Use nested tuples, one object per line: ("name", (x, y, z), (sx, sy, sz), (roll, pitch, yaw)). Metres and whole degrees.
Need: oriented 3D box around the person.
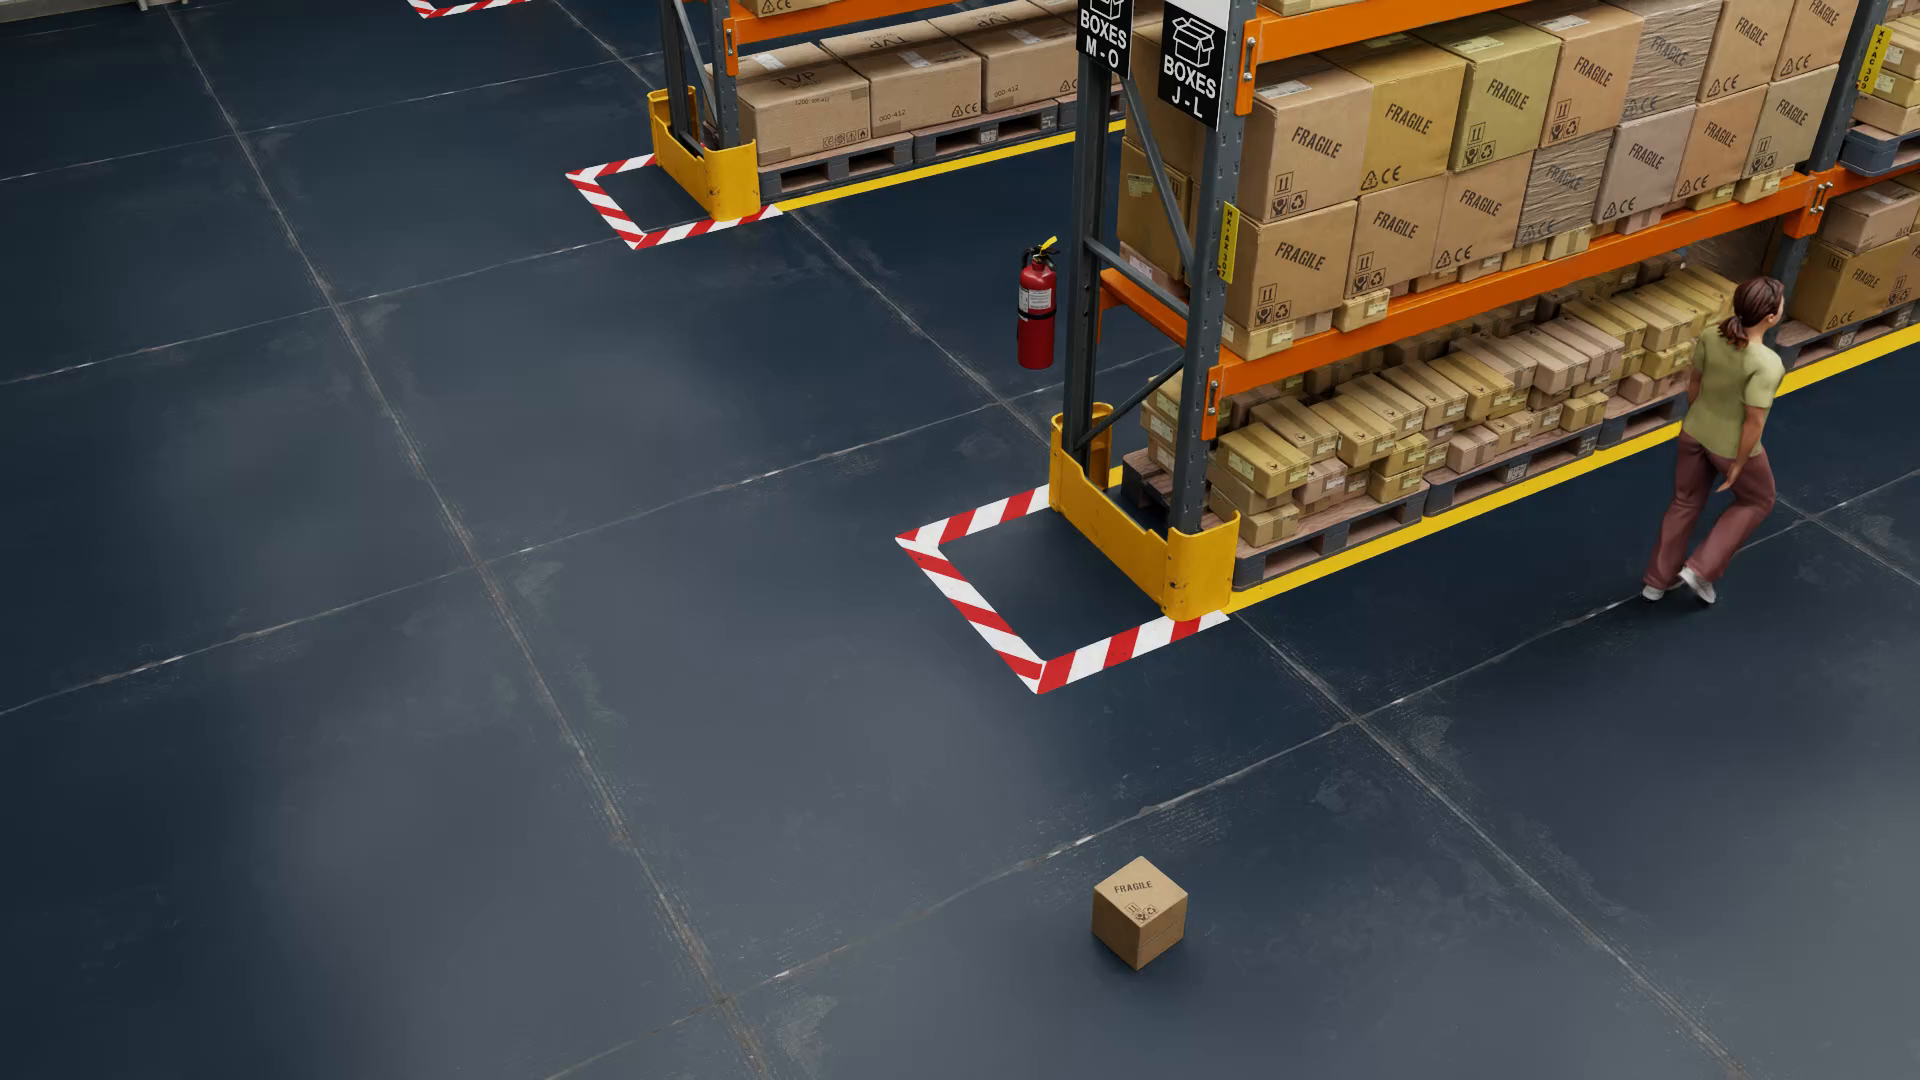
("person", (3.442, -0.437, 7.485), (0.470, 1.686, 0.454), (-19, 41, -23))
